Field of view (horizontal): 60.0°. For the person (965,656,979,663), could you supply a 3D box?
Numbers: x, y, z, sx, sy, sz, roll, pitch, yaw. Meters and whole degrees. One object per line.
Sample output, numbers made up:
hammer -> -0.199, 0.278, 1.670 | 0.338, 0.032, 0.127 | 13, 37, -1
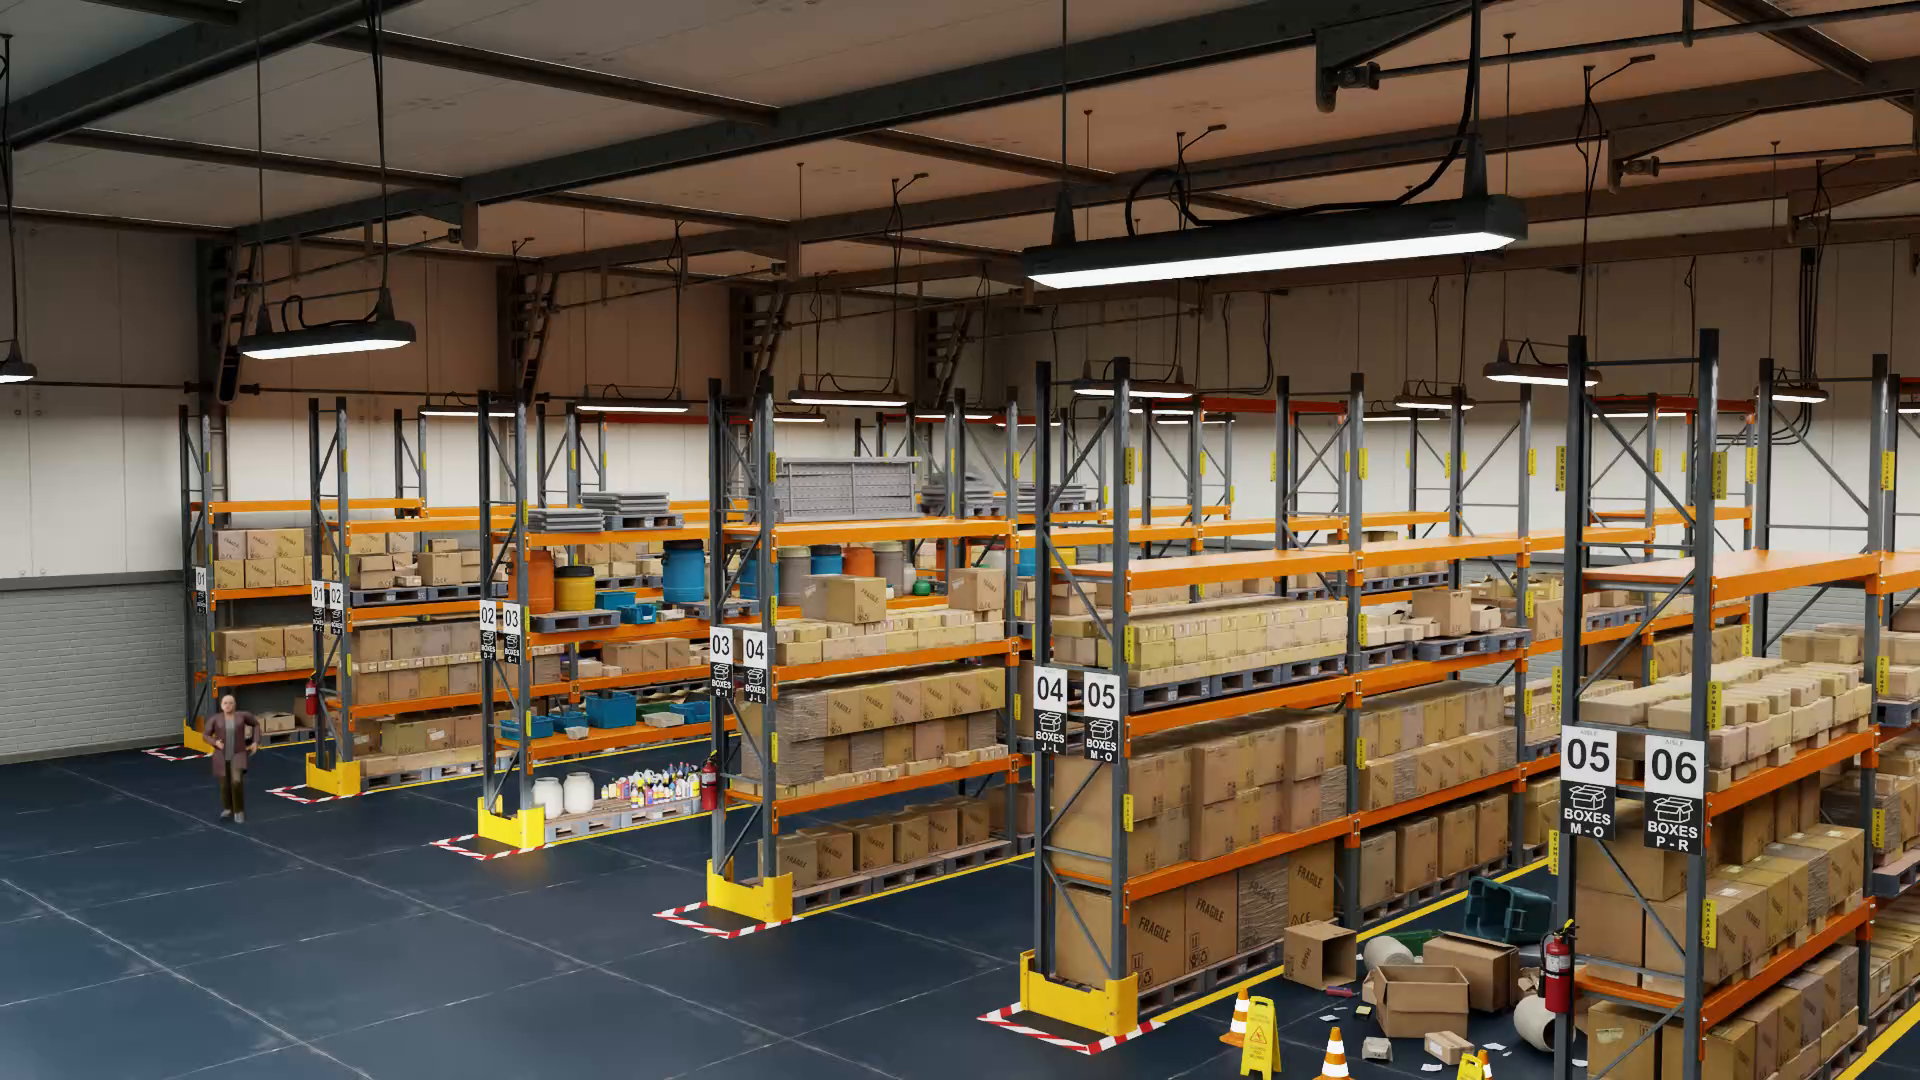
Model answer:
person -> 0.141, 2.502, 32.446 | 0.565, 1.659, 0.768 | 2, 3, 29

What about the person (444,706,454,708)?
person -> -8.914, 2.825, 28.874 | 0.587, 1.677, 0.895 | 2, 4, 39

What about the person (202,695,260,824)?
person -> -10.168, 3.076, 23.212 | 0.735, 1.840, 0.798 | -1, 3, -19
